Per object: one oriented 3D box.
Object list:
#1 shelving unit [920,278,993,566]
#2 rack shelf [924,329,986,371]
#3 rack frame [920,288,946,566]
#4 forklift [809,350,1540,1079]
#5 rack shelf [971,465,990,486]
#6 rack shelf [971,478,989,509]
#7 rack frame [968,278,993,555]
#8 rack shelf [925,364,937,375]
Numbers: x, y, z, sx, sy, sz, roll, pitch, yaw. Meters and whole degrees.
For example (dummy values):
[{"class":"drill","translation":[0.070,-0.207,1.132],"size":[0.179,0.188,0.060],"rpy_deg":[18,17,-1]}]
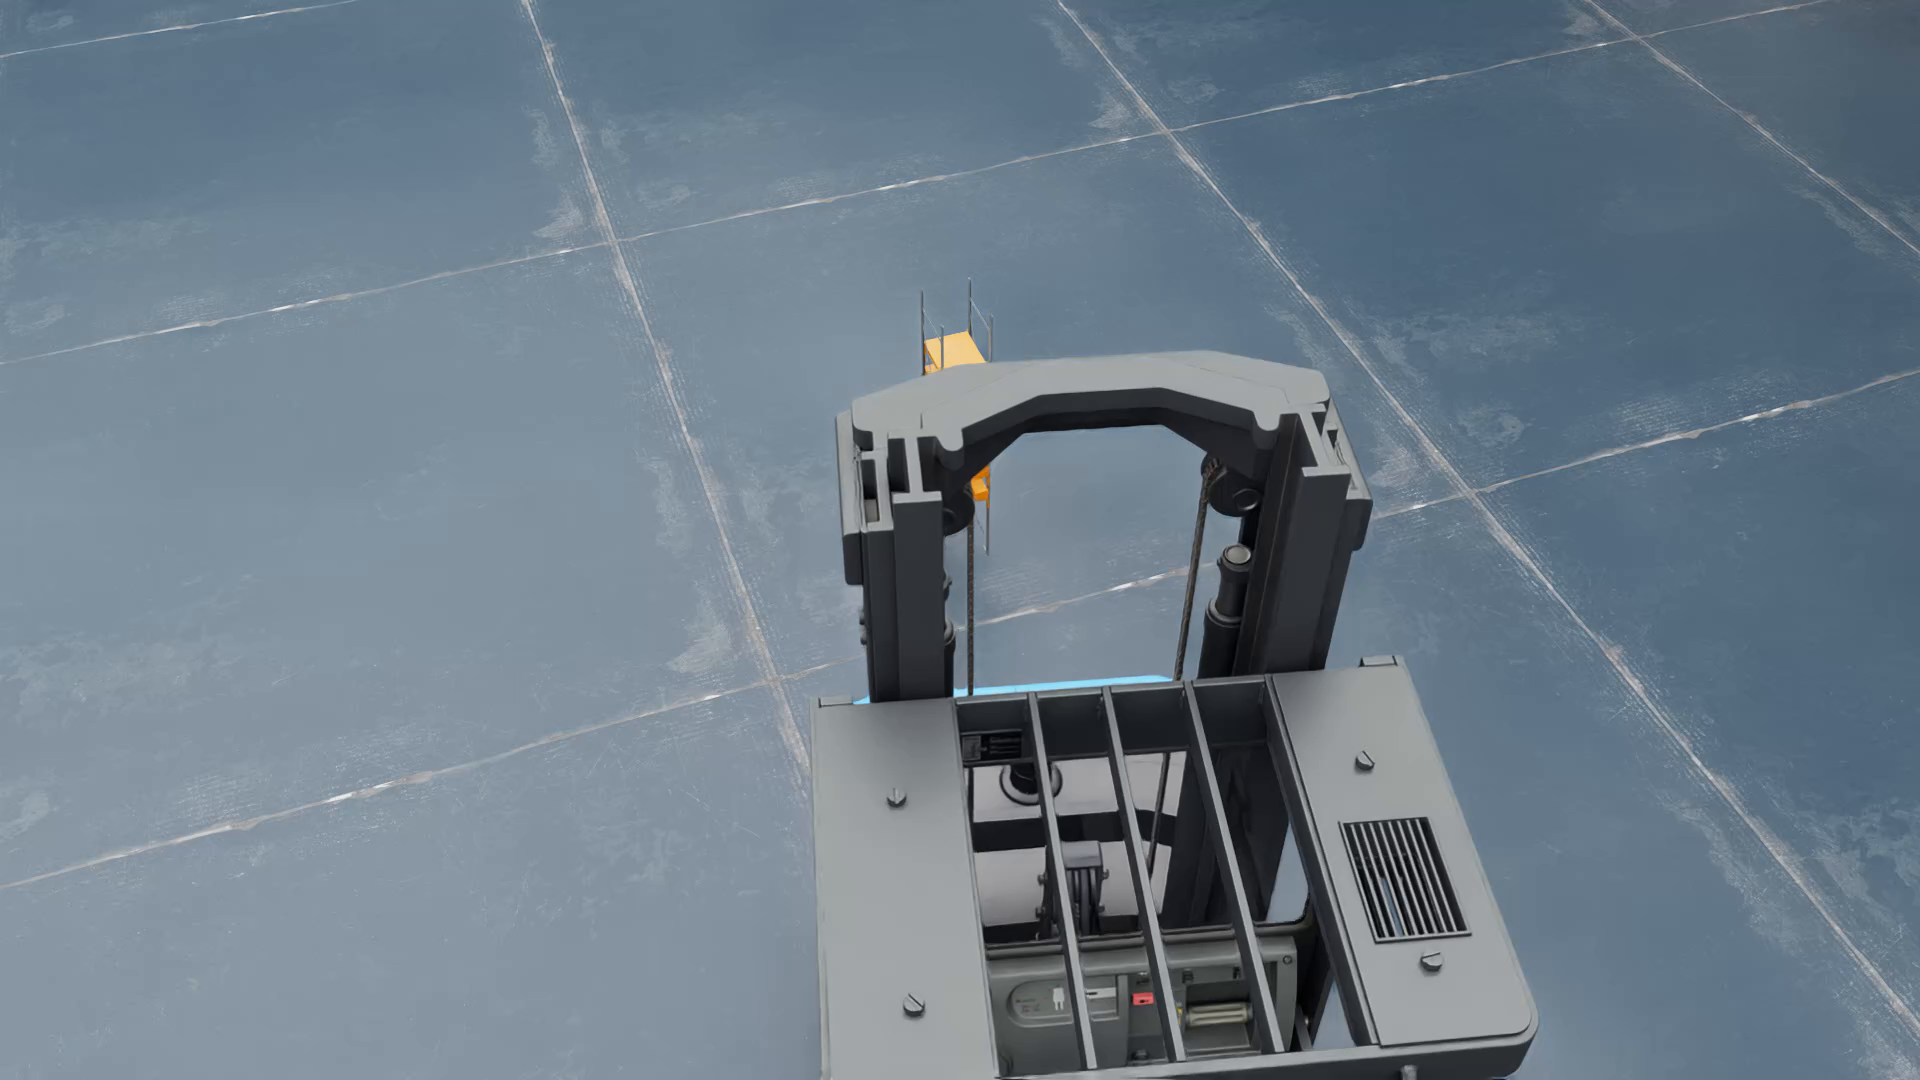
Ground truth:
[{"class":"shelving unit","translation":[-0.014,-0.420,6.322],"size":[0.189,1.200,0.258],"rpy_deg":[-14,47,-14]},{"class":"rack shelf","translation":[-0.014,-0.643,6.098],"size":[0.180,0.103,0.258],"rpy_deg":[-14,47,-14]},{"class":"rack frame","translation":[-0.100,-0.398,6.300],"size":[0.006,1.200,0.240],"rpy_deg":[-14,47,-14]},{"class":"forklift","translation":[0.298,1.184,3.500],"size":[1.130,2.935,3.031],"rpy_deg":[-4,45,-4]},{"class":"rack shelf","translation":[-0.014,-0.304,6.438],"size":[0.180,0.103,0.258],"rpy_deg":[-14,47,-14]},{"class":"rack shelf","translation":[-0.014,-0.219,6.523],"size":[0.180,0.103,0.258],"rpy_deg":[-14,47,-14]},{"class":"rack frame","translation":[0.072,-0.442,6.343],"size":[0.006,1.200,0.240],"rpy_deg":[-14,47,-14]},{"class":"rack shelf","translation":[-0.014,-0.558,6.183],"size":[0.180,0.103,0.258],"rpy_deg":[-14,47,-14]}]
